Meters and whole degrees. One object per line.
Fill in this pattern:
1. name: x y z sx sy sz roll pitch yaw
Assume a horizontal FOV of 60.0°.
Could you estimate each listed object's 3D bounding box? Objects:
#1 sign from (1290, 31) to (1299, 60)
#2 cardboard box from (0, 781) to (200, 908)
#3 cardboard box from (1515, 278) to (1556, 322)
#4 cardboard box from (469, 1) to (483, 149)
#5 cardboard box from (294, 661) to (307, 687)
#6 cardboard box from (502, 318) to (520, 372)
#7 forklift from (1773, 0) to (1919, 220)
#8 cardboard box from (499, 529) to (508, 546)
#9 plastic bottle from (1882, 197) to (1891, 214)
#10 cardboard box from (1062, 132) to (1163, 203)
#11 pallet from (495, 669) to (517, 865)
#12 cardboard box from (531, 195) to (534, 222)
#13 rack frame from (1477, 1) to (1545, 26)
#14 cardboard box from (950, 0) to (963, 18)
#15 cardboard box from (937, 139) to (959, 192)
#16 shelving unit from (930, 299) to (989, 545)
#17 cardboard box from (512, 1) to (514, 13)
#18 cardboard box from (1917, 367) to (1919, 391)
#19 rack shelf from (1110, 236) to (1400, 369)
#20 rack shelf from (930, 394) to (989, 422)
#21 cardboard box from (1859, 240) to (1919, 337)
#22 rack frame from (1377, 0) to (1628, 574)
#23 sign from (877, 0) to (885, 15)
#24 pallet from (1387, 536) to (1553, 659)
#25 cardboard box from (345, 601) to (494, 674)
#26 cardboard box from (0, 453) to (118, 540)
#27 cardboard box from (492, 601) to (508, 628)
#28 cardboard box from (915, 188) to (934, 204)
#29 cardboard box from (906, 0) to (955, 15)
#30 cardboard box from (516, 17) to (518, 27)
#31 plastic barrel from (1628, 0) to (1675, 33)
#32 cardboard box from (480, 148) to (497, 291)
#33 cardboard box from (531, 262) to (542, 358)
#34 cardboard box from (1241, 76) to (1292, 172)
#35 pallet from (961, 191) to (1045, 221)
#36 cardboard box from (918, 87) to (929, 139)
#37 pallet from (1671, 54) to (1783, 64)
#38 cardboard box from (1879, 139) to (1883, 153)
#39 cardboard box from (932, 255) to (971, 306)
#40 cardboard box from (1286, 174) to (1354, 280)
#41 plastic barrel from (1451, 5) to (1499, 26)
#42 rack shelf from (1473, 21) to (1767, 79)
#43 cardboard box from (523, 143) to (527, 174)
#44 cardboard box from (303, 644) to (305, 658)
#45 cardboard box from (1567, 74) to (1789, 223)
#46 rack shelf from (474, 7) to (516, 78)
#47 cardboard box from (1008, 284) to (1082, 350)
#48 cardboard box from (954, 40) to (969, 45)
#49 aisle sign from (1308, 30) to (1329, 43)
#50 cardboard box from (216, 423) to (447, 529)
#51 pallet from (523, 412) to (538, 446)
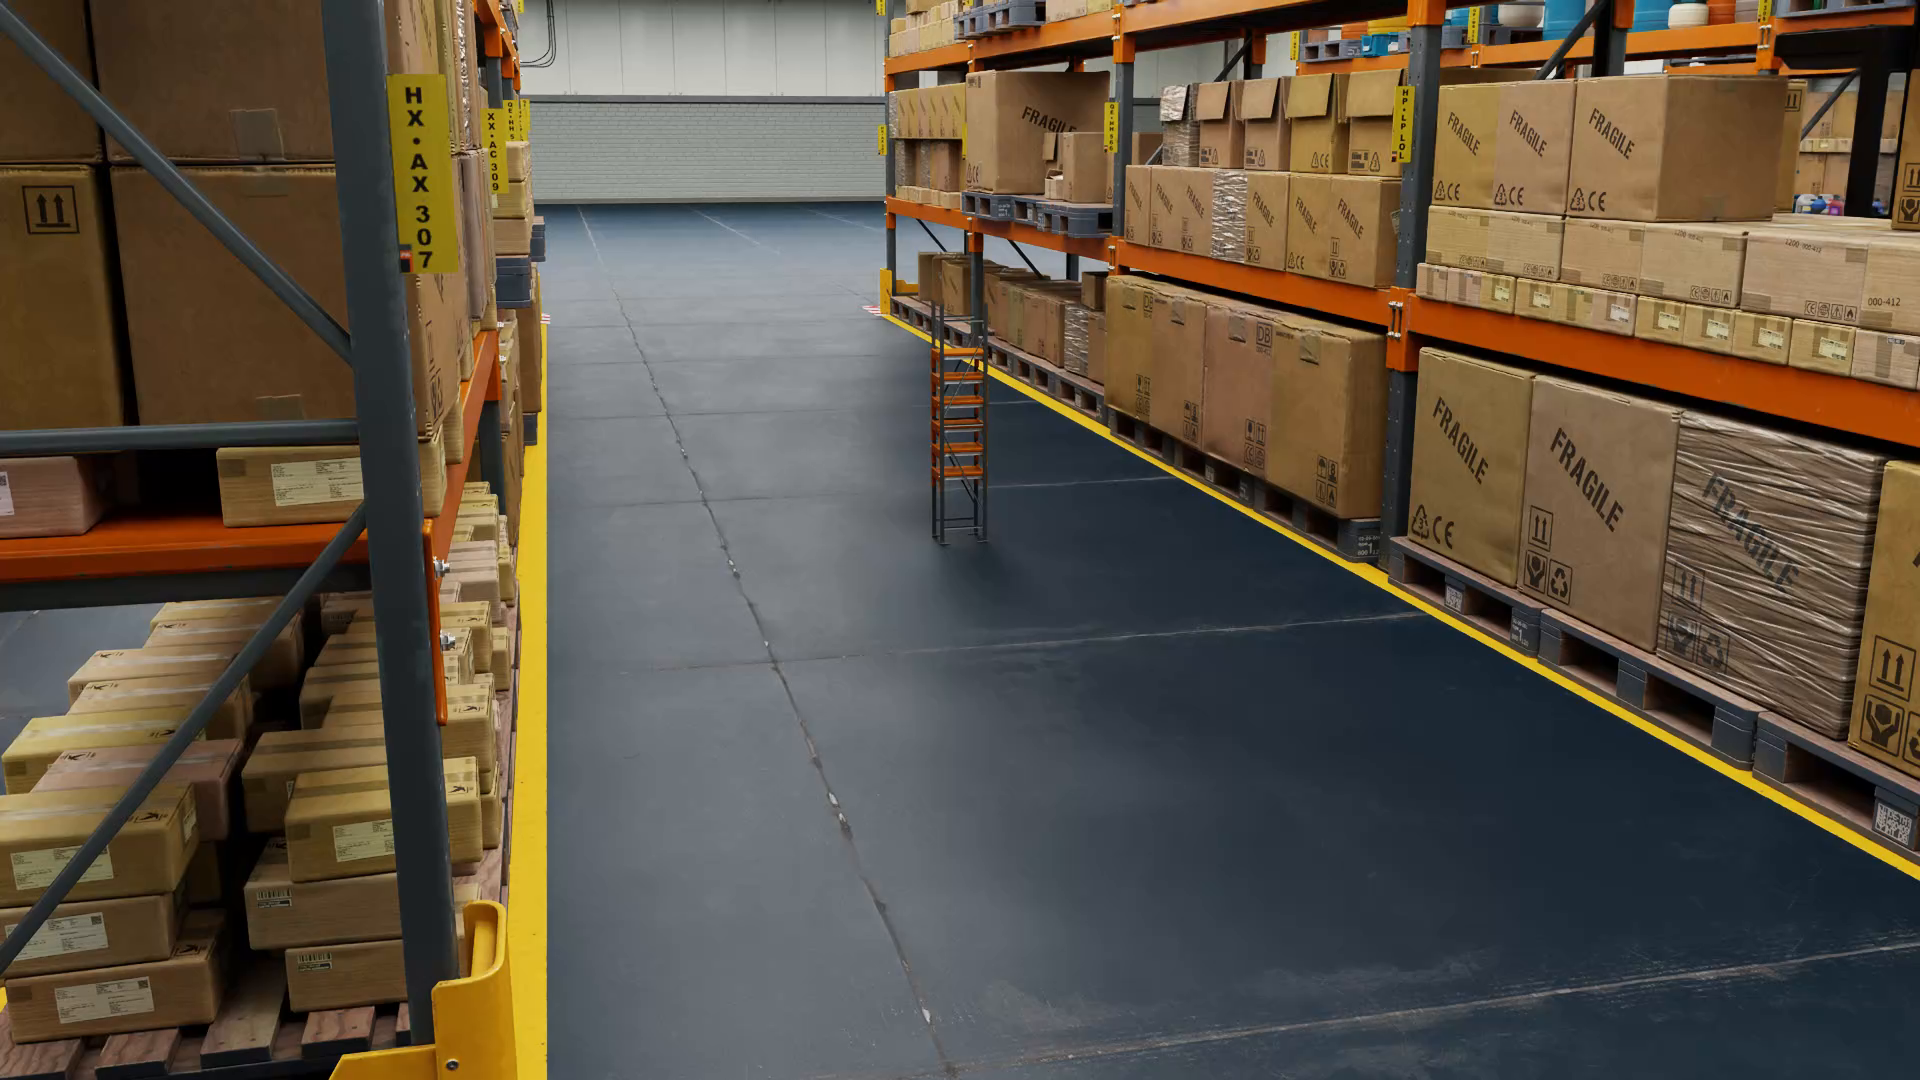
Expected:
1. sign: 3.937 -5.812 19.557 0.100 0.325 0.005 -3 14 -13
2. cardboard box: -1.800 0.624 3.421 0.380 0.149 0.250 -3 14 -13
3. cardboard box: 2.410 -0.945 6.505 0.380 0.149 0.250 -4 14 -15
4. cardboard box: -1.996 -1.668 5.991 0.500 0.500 0.500 -4 14 -15
5. cardboard box: -2.251 0.497 5.194 0.380 0.149 0.250 -4 14 -15
6. cardboard box: -2.764 -1.100 9.413 0.500 0.250 0.500 -3 14 -12
7. forklift: 4.783 -1.511 8.435 1.130 2.935 3.031 -3 14 -12
8. cardboard box: -1.910 0.070 6.314 0.380 0.149 0.250 -4 14 -16
9. plastic bottle: 6.289 -2.167 11.222 0.061 0.283 0.133 -3 14 -13
10. cardboard box: 1.143 -2.757 12.295 0.700 0.500 0.500 -1 14 -5
11. pallet: -1.887 0.707 5.089 1.003 0.211 1.213 -3 14 -13
12. cardboard box: -2.628 -1.883 9.457 0.380 0.149 0.250 -3 14 -12
13. rack frame: 5.412 -6.372 15.547 1.000 3.000 0.127 -3 14 -13
14. cardboard box: 0.123 -4.938 15.474 0.380 0.149 0.250 -4 14 -16
15. cardboard box: 0.253 -3.709 16.450 0.875 0.500 0.500 -3 14 -13
16. shelving unit: -0.003 -0.586 8.298 0.258 1.200 0.189 -3 14 -13
17. cardboard box: -4.181 -4.794 14.843 0.380 0.149 0.250 -4 14 -14
18. cardboard box: 2.891 -0.473 4.572 0.380 0.149 0.250 -3 14 -13
19. rack shelf: 2.006 -1.448 9.549 1.077 0.370 4.000 -3 14 -13
20. rack shelf: -0.003 -0.660 8.280 0.258 0.103 0.180 -3 14 -13
21. cardboard box: 2.925 -0.699 4.656 0.500 0.250 0.500 -4 14 -14
22. rack frame: 2.476 -1.336 7.575 1.000 3.000 0.127 -3 14 -13
23. sign: -0.869 -5.956 18.322 0.100 0.325 0.005 -3 14 -13
24. pallet: 2.579 0.199 7.170 1.003 0.211 1.213 -3 14 -13
25. cardboard box: -1.550 0.290 4.790 0.380 0.149 0.250 -3 14 -12
26. cardboard box: -1.781 -0.097 3.035 0.380 0.149 0.250 -3 14 -13
27. cardboard box: -1.841 0.292 6.035 0.380 0.149 0.250 -4 14 -15
28. cardboard box: -0.249 -3.552 17.174 0.380 0.149 0.250 -3 14 -13
29. cardboard box: -0.256 -5.640 16.980 0.500 0.500 0.500 -3 14 -13
30. cardboard box: -4.660 -5.264 16.765 0.380 0.149 0.250 -3 14 -12
31. plastic barrel: 6.049 -4.751 14.177 0.600 0.901 0.708 -3 14 -13
32. cardboard box: -1.981 -1.180 6.099 0.500 0.500 0.500 -3 14 -13
33. cardboard box: -4.014 -1.901 13.744 1.050 0.750 0.750 -3 14 -13
34. cardboard box: 2.007 -2.320 9.279 0.797 0.503 0.637 -3 14 -11
35. pallet: 0.635 -2.904 14.397 1.003 0.211 1.213 -3 14 -13
36. cardboard box: -0.125 -4.295 16.742 0.500 0.500 0.500 -3 14 -13
37. pallet: 9.429 -5.905 20.143 1.003 0.211 1.213 -3 14 -13
38. cardboard box: 9.899 -4.204 17.738 0.380 0.149 0.250 -4 14 -14
39. cardboard box: -0.038 -2.813 18.003 0.500 0.500 0.500 0 14 2
40. cardboard box: 1.991 -1.592 8.411 0.500 0.500 0.500 -3 14 -11
41. plastic barrel: 5.282 -5.598 16.758 0.600 0.901 0.708 -3 14 -13
42. rack shelf: 5.882 -4.104 14.100 1.077 0.370 4.000 -3 14 -13
43. cardboard box: -2.260 -1.810 7.907 0.380 0.149 0.250 -3 14 -14
44. cardboard box: -2.256 0.352 5.163 0.380 0.149 0.250 -3 14 -14
45. cardboard box: 2.575 -1.413 6.001 0.500 0.500 0.500 -4 14 -15
46. rack shelf: -3.778 -3.575 11.933 1.077 0.370 4.000 -3 14 -13
47. cardboard box: 0.814 -1.927 14.334 0.700 0.500 0.500 -3 14 -14
48. cardboard box: 0.237 -4.656 15.161 0.500 0.250 0.500 -3 14 -11
49. aisle sign: 4.171 -5.643 19.728 0.394 0.787 0.004 -3 14 -13
50. cardboard box: -1.187 -0.131 3.172 0.380 0.149 0.250 -3 14 -14
51. pallet: -3.420 -0.837 11.408 1.003 0.211 1.213 -3 14 -13
